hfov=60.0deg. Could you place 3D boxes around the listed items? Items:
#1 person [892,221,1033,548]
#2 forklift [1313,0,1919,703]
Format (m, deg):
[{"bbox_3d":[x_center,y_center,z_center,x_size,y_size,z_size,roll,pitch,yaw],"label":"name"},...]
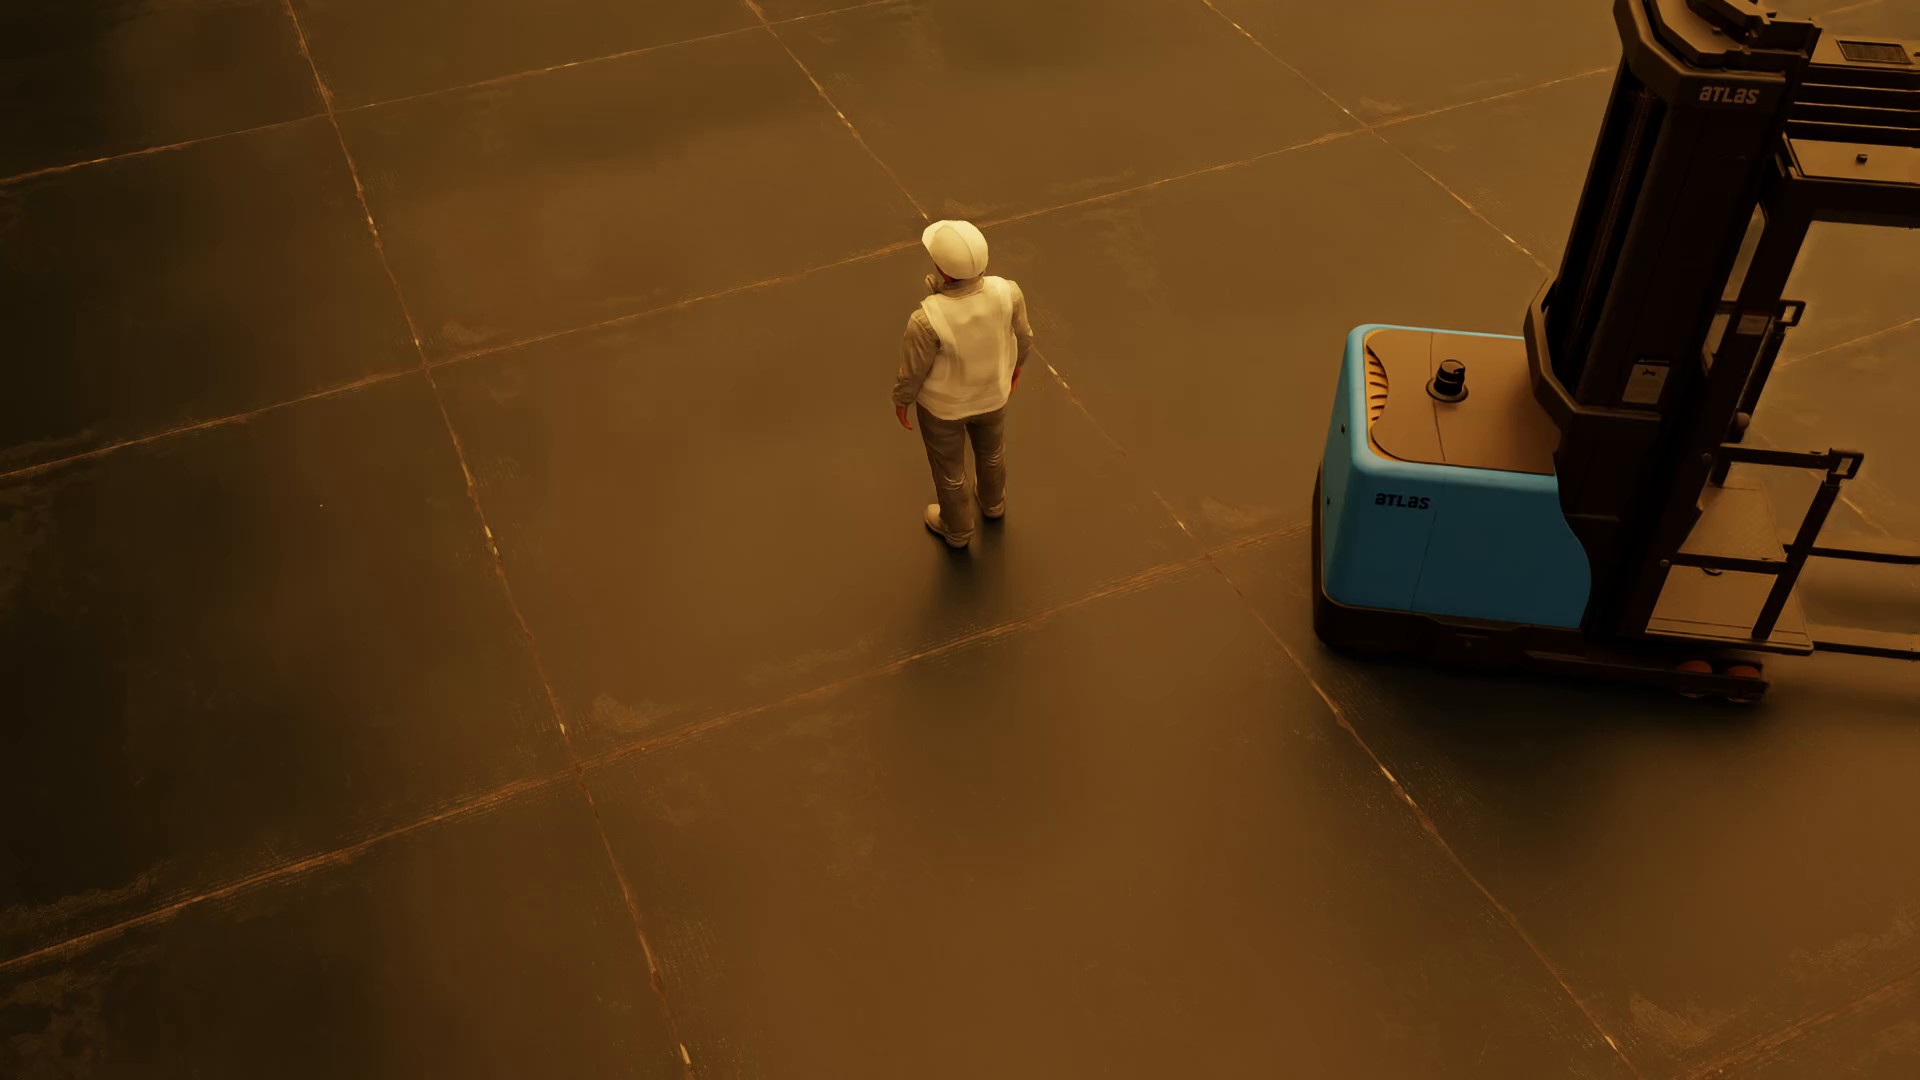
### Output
[{"bbox_3d":[-0.018,-0.694,7.262,0.632,1.773,0.568,-18,46,-18],"label":"person"},{"bbox_3d":[3.116,-0.770,6.505,3.031,2.935,1.130,6,43,6],"label":"forklift"}]
